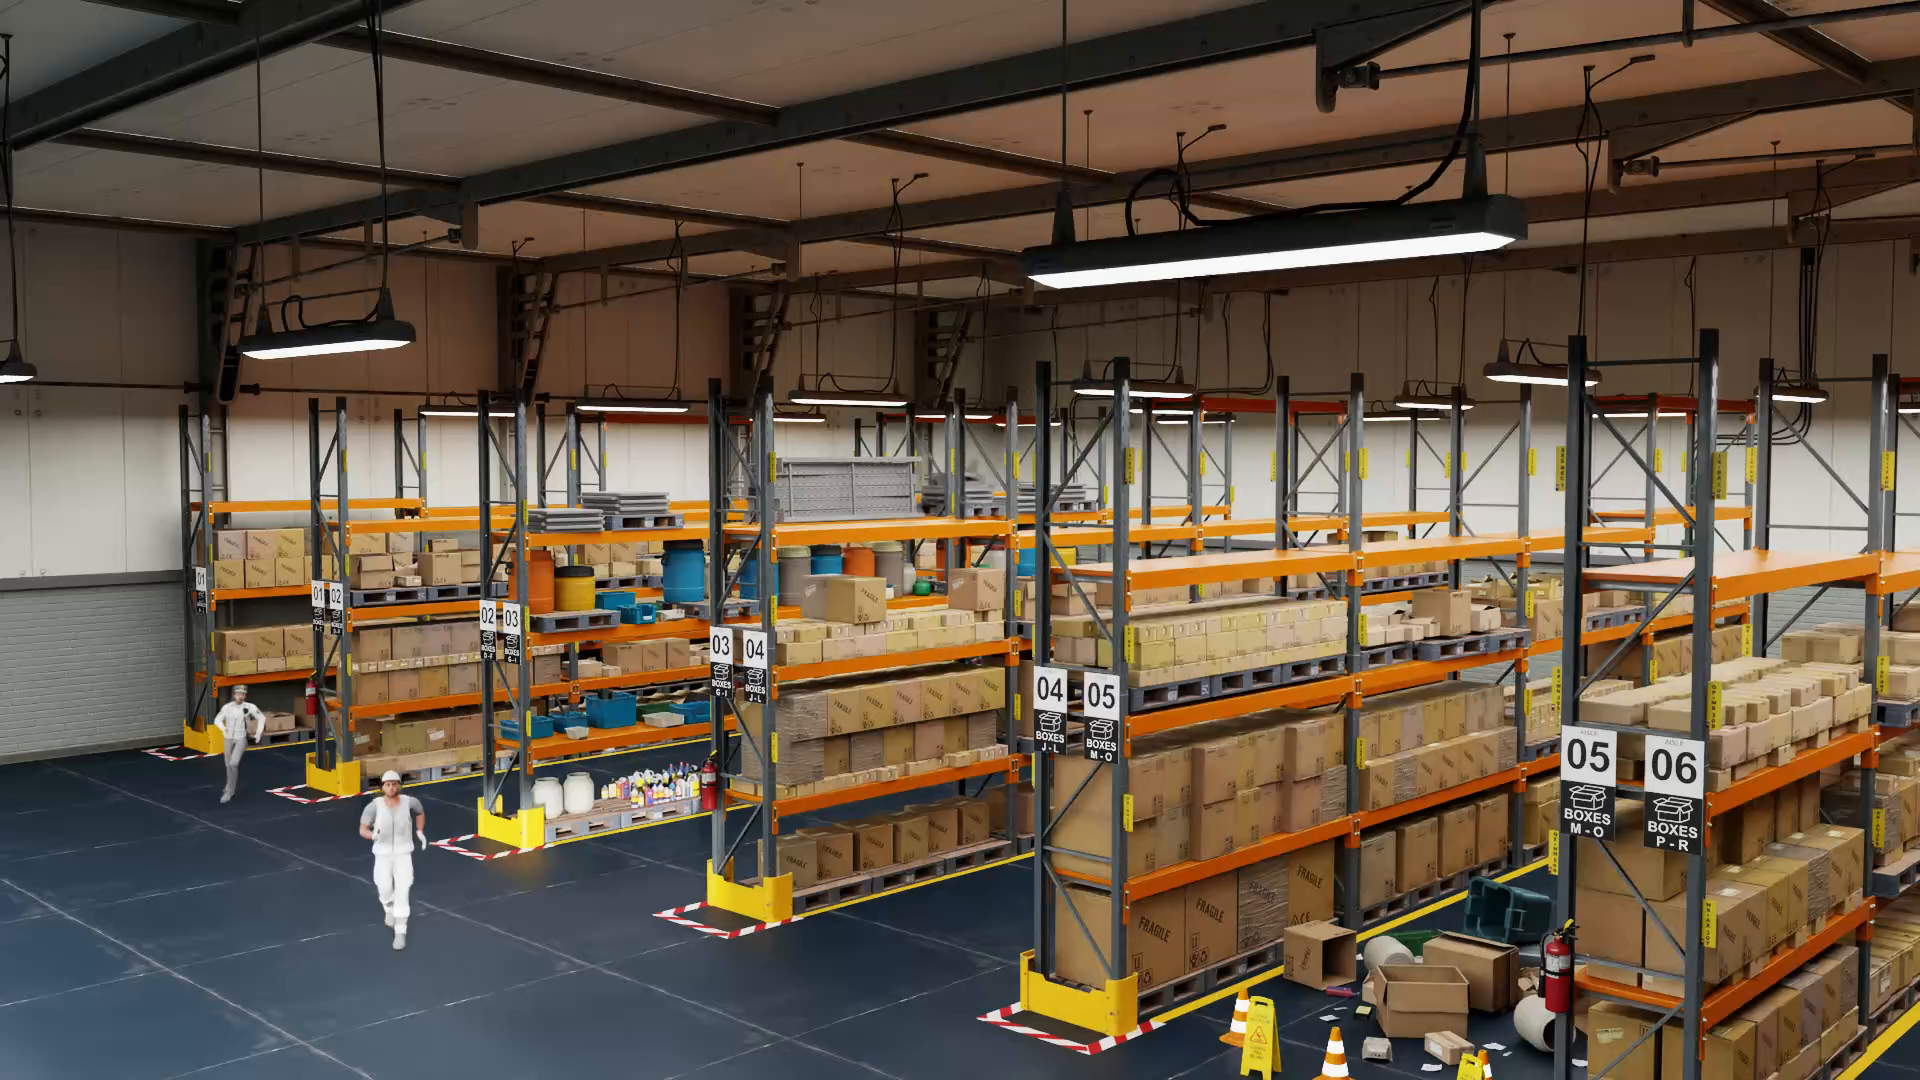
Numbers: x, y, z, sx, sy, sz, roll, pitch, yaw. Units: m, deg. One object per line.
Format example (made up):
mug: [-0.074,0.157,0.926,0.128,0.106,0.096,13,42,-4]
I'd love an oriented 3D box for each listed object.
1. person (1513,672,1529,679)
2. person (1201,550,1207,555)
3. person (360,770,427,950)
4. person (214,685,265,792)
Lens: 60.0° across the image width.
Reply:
person: [8.738,2.454,25.809,0.435,0.890,0.669,-3,4,-43]
person: [8.113,1.939,30.924,5.069,3.177,7.685,-1,3,-14]
person: [-2.149,3.001,23.532,11.714,1.781,9.979,-1,3,-18]
person: [-10.793,2.946,24.898,0.671,1.582,0.636,0,3,-5]
